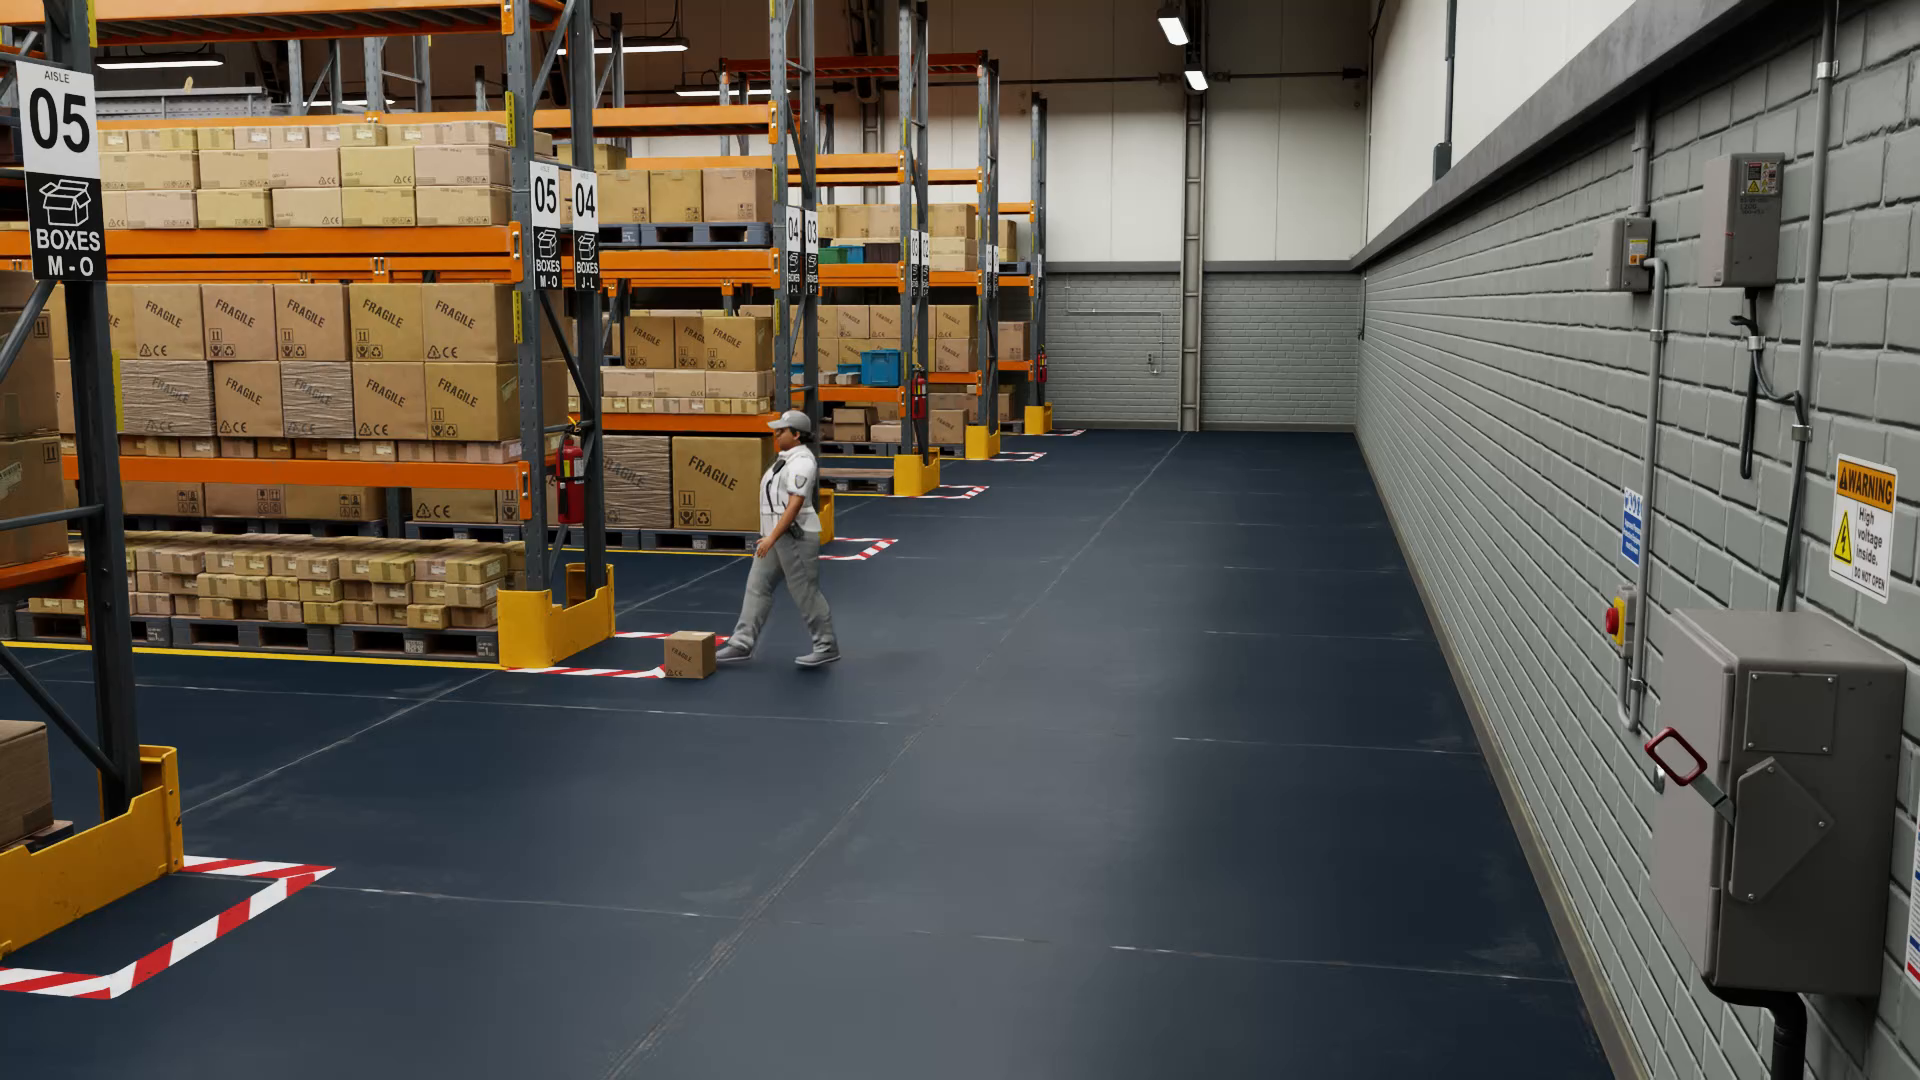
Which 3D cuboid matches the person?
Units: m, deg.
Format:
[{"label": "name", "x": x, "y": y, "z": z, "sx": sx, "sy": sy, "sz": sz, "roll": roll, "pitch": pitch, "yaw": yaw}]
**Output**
[{"label": "person", "x": -1.188, "y": -0.003, "z": 10.544, "sx": 0.834, "sy": 1.633, "sz": 0.492, "roll": -3, "pitch": 9, "yaw": -22}]
